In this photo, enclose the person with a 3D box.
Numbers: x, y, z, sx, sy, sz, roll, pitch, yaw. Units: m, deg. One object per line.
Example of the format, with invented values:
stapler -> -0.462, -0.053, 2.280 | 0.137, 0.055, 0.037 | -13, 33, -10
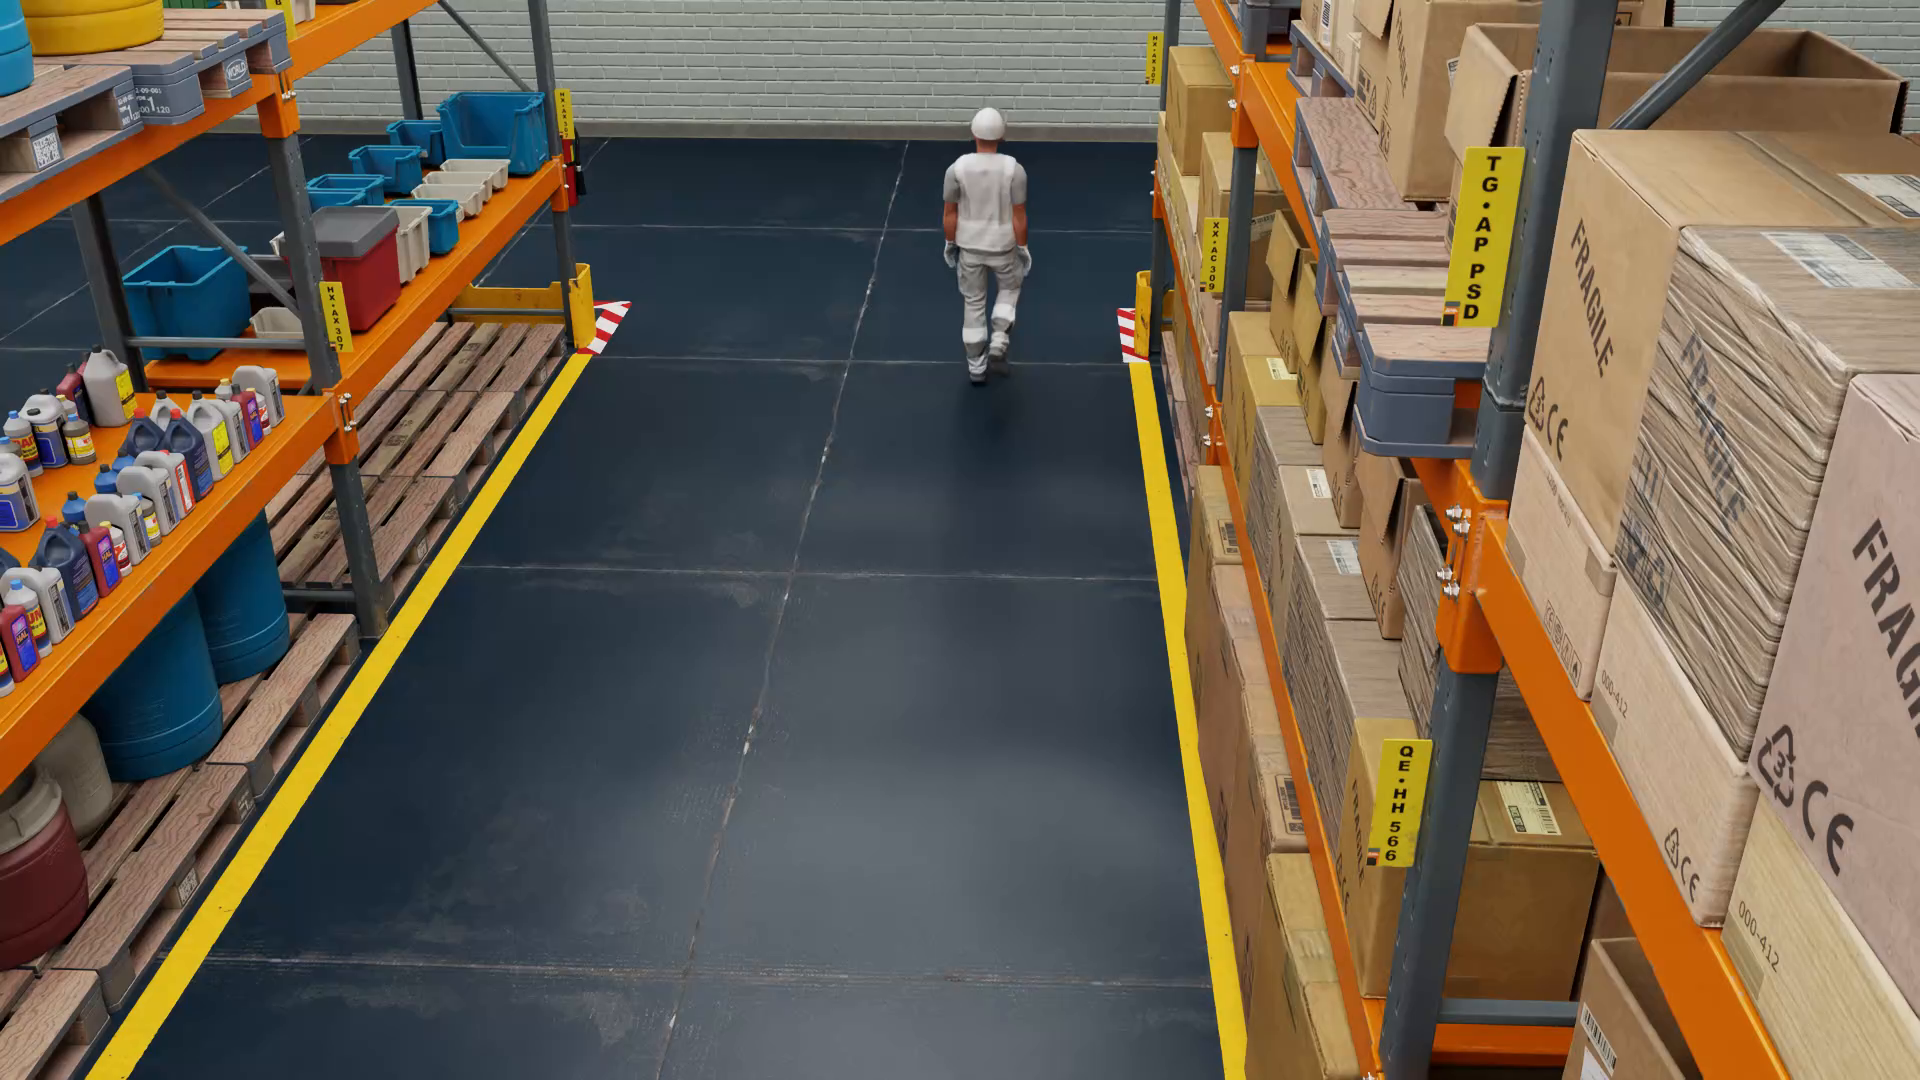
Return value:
person -> 0.182, -1.889, 10.631 | 0.573, 1.778, 0.467 | 3, 28, 5
